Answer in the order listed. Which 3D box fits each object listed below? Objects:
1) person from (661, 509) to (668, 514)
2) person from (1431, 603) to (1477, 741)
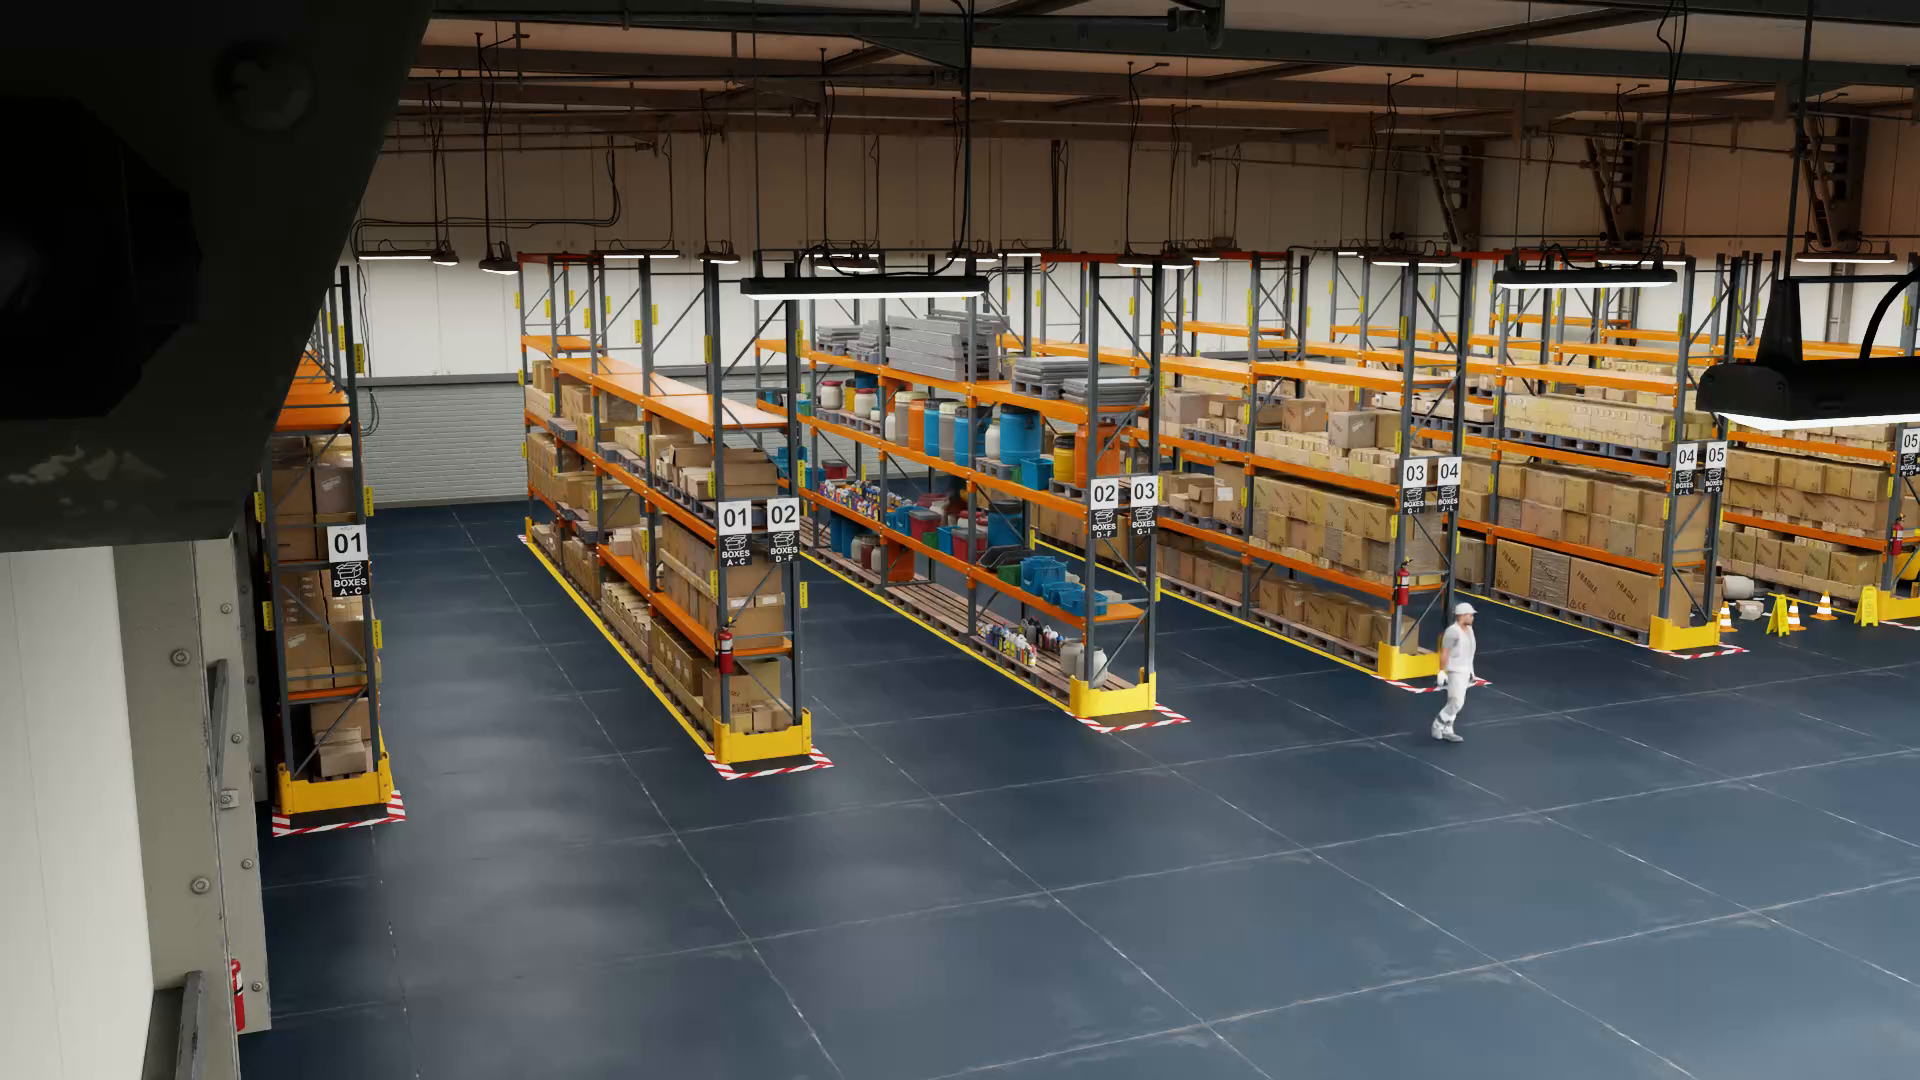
[{"bbox_3d":[-5.676,-0.487,32.819,0.683,1.790,0.724,-6,12,-31],"label":"person"},{"bbox_3d":[6.227,1.663,20.937,0.419,1.779,0.610,9,14,41],"label":"person"}]
